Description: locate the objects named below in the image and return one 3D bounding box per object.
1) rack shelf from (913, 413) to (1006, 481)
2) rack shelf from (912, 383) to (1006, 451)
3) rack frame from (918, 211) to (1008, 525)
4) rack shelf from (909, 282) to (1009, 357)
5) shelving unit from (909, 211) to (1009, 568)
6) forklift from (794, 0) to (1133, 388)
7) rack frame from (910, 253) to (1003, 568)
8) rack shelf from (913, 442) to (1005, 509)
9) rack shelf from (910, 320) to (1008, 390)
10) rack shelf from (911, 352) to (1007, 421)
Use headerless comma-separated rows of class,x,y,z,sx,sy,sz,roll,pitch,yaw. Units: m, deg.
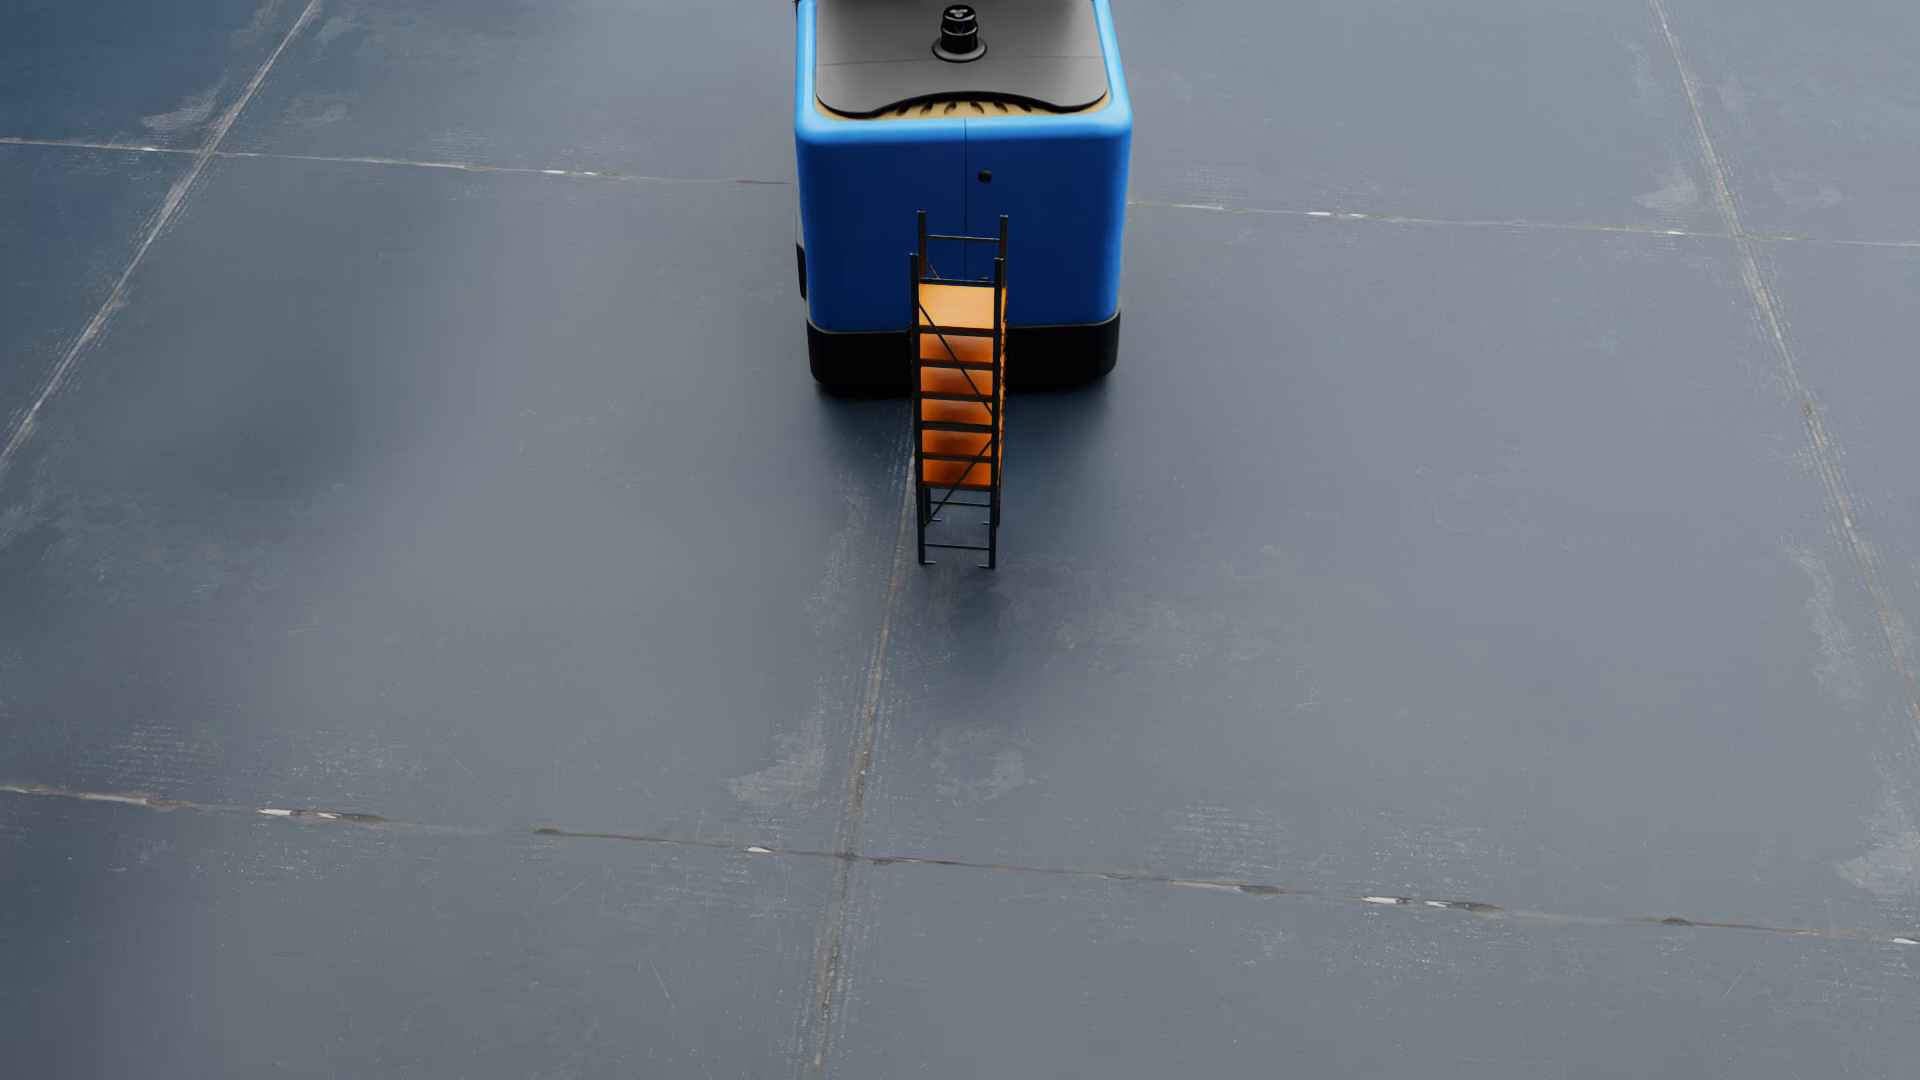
rack shelf,-0.001,-0.283,4.919,0.258,0.103,0.180,4,48,4
rack shelf,-0.001,-0.364,4.830,0.258,0.103,0.180,4,48,4
rack frame,0.007,-0.462,4.859,0.240,1.200,0.006,4,48,4
rack shelf,-0.001,-0.607,4.565,0.258,0.103,0.180,4,48,4
shelving unit,-0.001,-0.394,4.798,0.258,1.200,0.189,4,48,4
forklift,-0.059,-2.585,5.628,1.130,2.935,3.031,-2,48,-2
rack frame,-0.010,-0.327,4.736,0.240,1.200,0.006,4,48,4
rack shelf,-0.001,-0.202,5.007,0.258,0.103,0.180,4,48,4
rack shelf,-0.001,-0.526,4.653,0.258,0.103,0.180,4,48,4
rack shelf,-0.001,-0.445,4.742,0.258,0.103,0.180,4,48,4
